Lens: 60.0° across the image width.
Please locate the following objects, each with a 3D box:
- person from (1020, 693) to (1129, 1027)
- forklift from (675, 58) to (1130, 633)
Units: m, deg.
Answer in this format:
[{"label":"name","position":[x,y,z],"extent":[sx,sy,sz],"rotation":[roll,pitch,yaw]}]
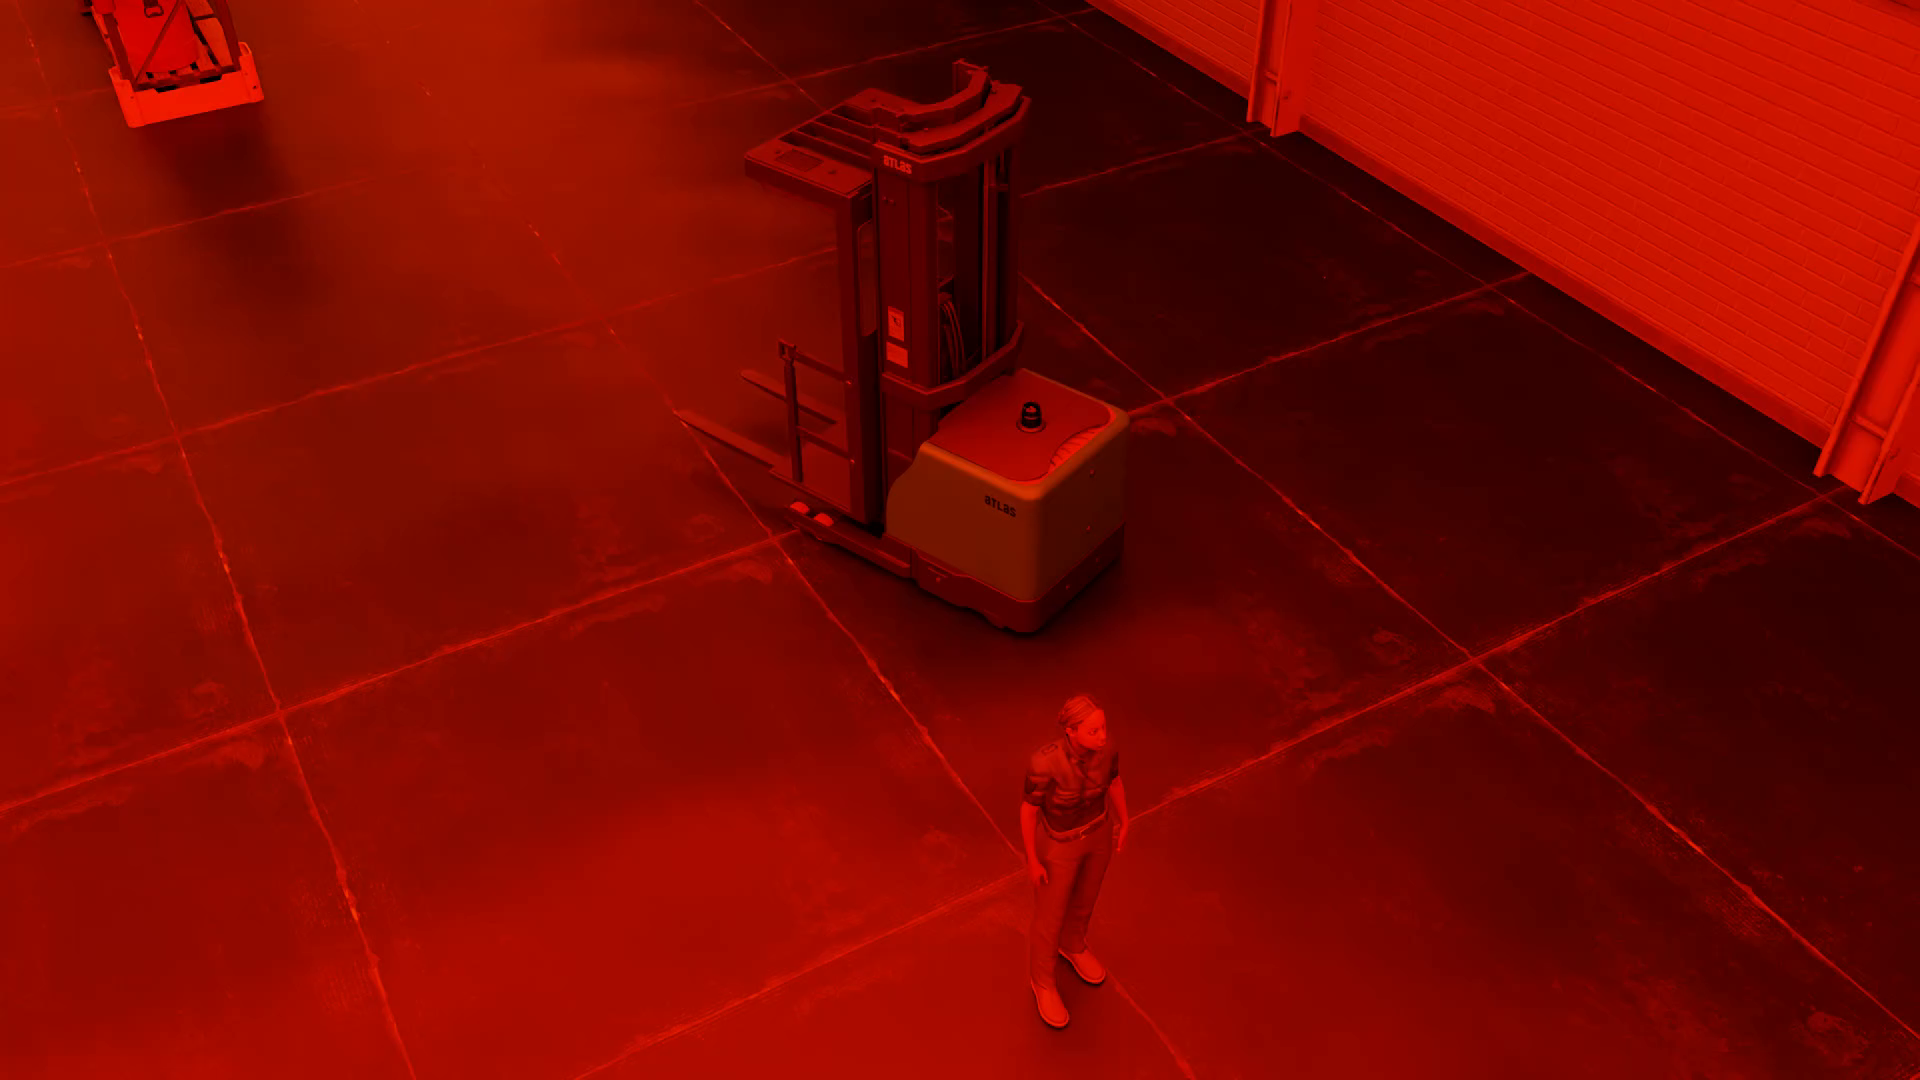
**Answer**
[{"label":"person","position":[0.539,1.388,7.351],"extent":[0.570,1.654,0.504],"rotation":[-21,44,-24]},{"label":"forklift","position":[-0.481,-1.366,9.683],"extent":[3.031,2.935,1.130],"rotation":[26,46,28]}]
